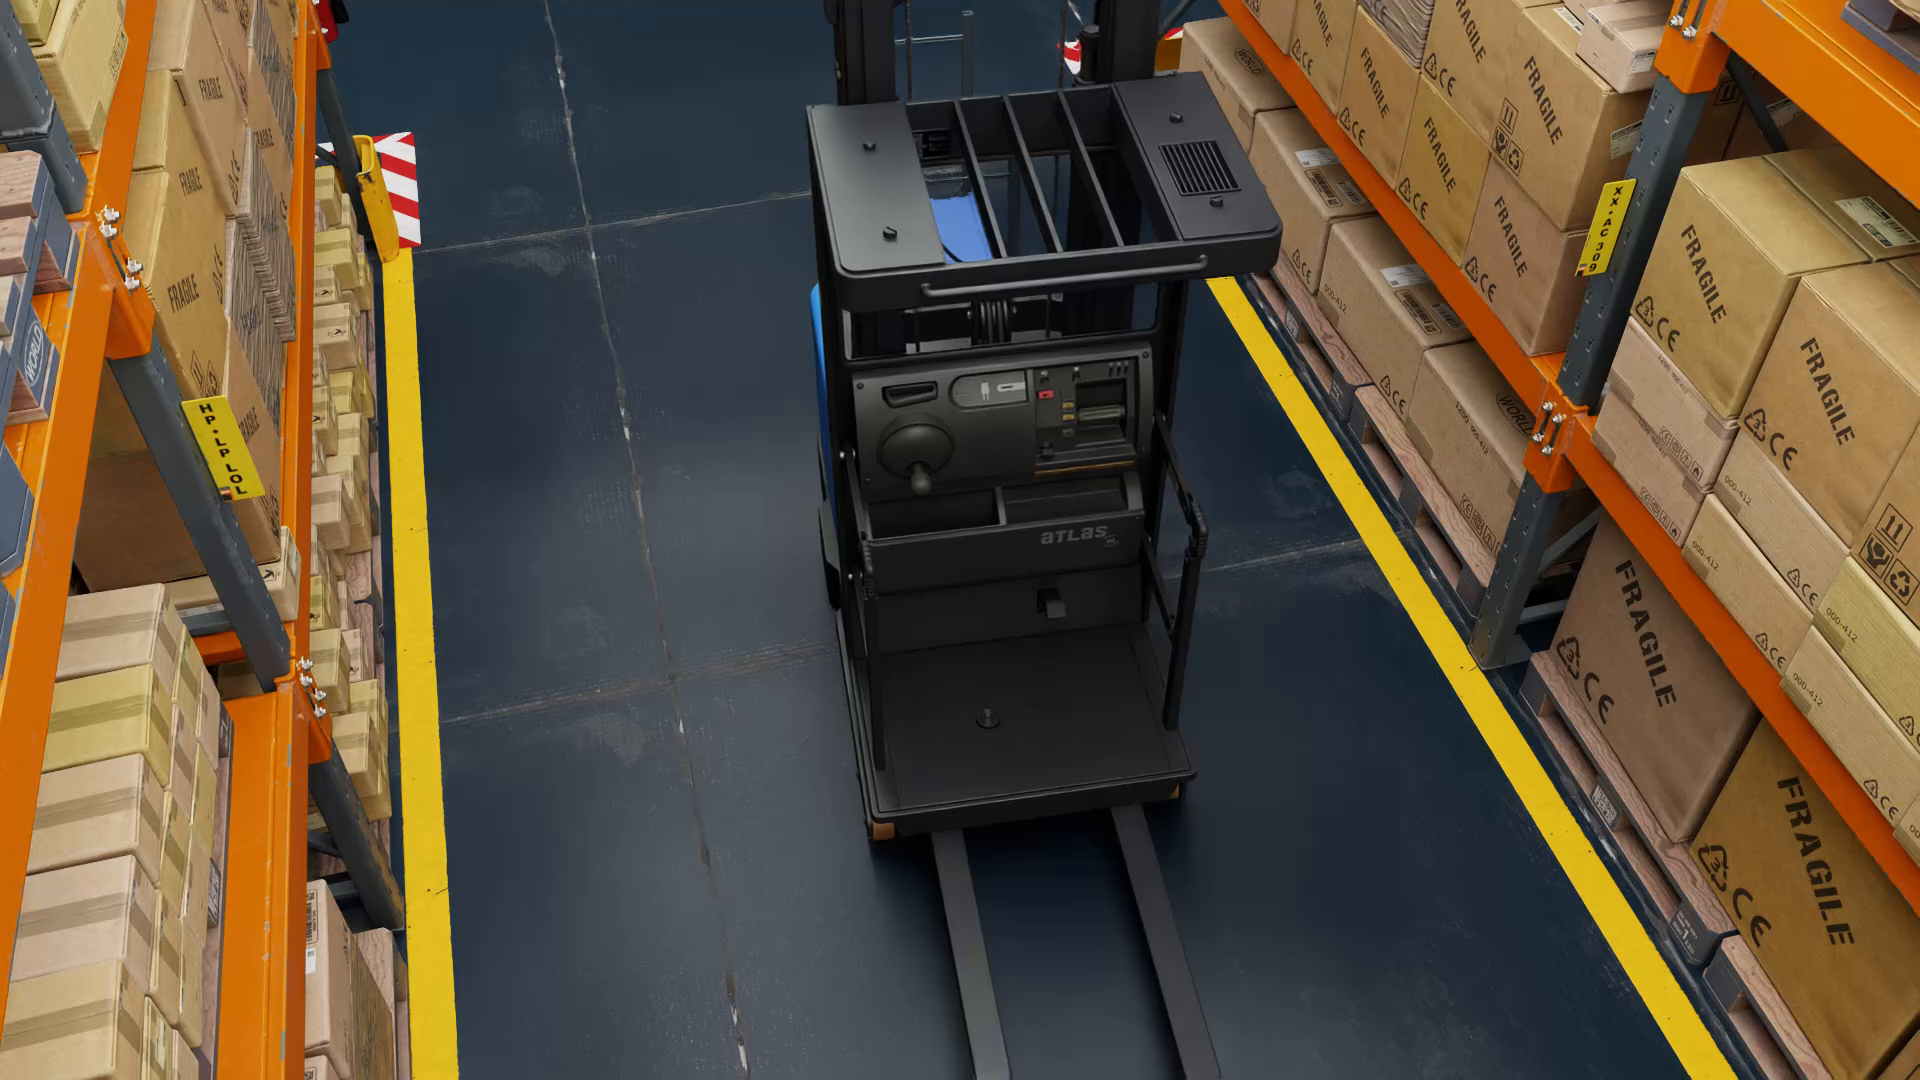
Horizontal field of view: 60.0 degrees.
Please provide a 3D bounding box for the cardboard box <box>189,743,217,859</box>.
[{"bbox_3d":[-1.968,0.648,3.897,0.380,0.149,0.250,-10,47,-10],"label":"cardboard box"}]

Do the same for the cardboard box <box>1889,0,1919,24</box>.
[{"bbox_3d":[2.376,-1.256,3.416,0.500,0.500,0.500,-11,47,-11],"label":"cardboard box"}]

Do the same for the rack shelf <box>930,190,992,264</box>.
[{"bbox_3d":[-0.111,-1.102,7.032,0.538,0.185,1.000,-7,46,-7],"label":"rack shelf"}]

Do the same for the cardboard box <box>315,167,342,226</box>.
[{"bbox_3d":[-2.972,-1.510,7.415,0.380,0.149,0.250,-10,46,-10],"label":"cardboard box"}]

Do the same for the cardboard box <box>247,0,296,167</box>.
[{"bbox_3d":[-2.723,-1.643,5.982,0.500,0.500,0.500,-11,47,-10],"label":"cardboard box"}]

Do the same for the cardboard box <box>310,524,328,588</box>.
[{"bbox_3d":[-2.431,0.114,5.824,0.380,0.149,0.250,-12,47,-11],"label":"cardboard box"}]

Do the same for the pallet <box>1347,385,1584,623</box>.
[{"bbox_3d":[2.312,-0.249,6.846,1.003,0.211,1.213,-11,47,-10],"label":"pallet"}]

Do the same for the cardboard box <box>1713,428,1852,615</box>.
[{"bbox_3d":[2.431,-0.098,4.500,0.500,0.250,0.500,-10,46,-10],"label":"cardboard box"}]

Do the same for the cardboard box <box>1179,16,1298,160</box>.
[{"bbox_3d":[1.672,-2.260,8.364,0.875,0.438,0.875,-12,47,-12],"label":"cardboard box"}]

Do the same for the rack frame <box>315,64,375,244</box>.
[{"bbox_3d":[-3.352,-2.472,7.073,1.000,3.000,0.127,-11,47,-10],"label":"rack frame"}]

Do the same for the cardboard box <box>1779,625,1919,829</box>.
[{"bbox_3d":[2.538,0.433,4.331,0.500,0.250,0.500,-11,47,-11],"label":"cardboard box"}]

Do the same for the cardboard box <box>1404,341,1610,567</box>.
[{"bbox_3d":[2.374,-0.389,6.531,0.875,0.438,0.875,-11,47,-11],"label":"cardboard box"}]

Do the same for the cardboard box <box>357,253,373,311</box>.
[{"bbox_3d":[-2.852,-1.137,7.466,0.380,0.149,0.250,-9,46,-9],"label":"cardboard box"}]

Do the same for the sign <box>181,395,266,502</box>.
[{"bbox_3d":[-1.793,-0.220,4.054,0.100,0.325,0.005,-11,47,-10],"label":"sign"}]

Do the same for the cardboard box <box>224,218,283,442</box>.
[{"bbox_3d":[-2.345,-0.578,4.938,0.500,0.500,0.500,-11,47,-10],"label":"cardboard box"}]

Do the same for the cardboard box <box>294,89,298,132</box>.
[{"bbox_3d":[-2.802,-1.690,6.482,0.380,0.149,0.250,-10,46,-9],"label":"cardboard box"}]

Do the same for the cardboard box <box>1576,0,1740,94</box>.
[{"bbox_3d":[2.044,-1.452,4.848,0.380,0.149,0.250,-12,47,-11],"label":"cardboard box"}]

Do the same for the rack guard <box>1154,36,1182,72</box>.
[{"bbox_3d":[1.401,-2.589,8.937,1.175,0.500,0.348,-11,47,-10],"label":"rack guard"}]

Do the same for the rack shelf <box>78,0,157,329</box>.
[{"bbox_3d":[-2.840,-1.889,4.905,1.077,0.370,4.000,-11,47,-10],"label":"rack shelf"}]

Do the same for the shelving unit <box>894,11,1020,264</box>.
[{"bbox_3d":[-0.111,-1.228,6.903,0.538,1.500,1.048,-7,46,-7],"label":"shelving unit"}]

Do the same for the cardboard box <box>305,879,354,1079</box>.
[{"bbox_3d":[-1.893,1.223,4.382,0.500,0.250,0.500,-12,47,-11],"label":"cardboard box"}]

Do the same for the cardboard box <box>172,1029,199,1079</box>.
[{"bbox_3d":[-1.766,1.184,3.371,0.380,0.149,0.250,-13,47,-12],"label":"cardboard box"}]

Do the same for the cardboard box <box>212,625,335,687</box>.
[{"bbox_3d":[-2.361,0.408,5.744,0.380,0.149,0.250,-11,47,-11],"label":"cardboard box"}]

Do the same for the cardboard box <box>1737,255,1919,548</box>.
[{"bbox_3d":[2.423,-0.368,4.240,0.500,0.500,0.500,-11,47,-11],"label":"cardboard box"}]

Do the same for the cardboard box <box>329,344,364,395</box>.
[{"bbox_3d":[-2.662,-0.700,6.829,0.380,0.149,0.250,-10,46,-10],"label":"cardboard box"}]

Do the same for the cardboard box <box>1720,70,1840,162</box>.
[{"bbox_3d":[2.543,-1.443,5.294,0.500,0.500,0.500,-10,46,-10],"label":"cardboard box"}]

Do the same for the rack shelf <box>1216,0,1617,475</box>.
[{"bbox_3d":[1.919,-1.814,6.932,1.077,0.370,4.000,-11,47,-10],"label":"rack shelf"}]

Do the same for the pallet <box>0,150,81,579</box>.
[{"bbox_3d":[-2.273,-0.249,2.925,1.213,0.211,1.003,-11,47,-10],"label":"pallet"}]

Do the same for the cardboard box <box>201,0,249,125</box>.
[{"bbox_3d":[-2.585,-1.619,5.258,0.500,0.500,0.500,-12,47,-12],"label":"cardboard box"}]

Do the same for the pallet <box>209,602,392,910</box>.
[{"bbox_3d":[-2.535,0.808,5.810,1.003,0.211,1.213,-11,47,-10],"label":"pallet"}]

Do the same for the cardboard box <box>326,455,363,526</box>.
[{"bbox_3d":[-2.478,-0.159,6.300,0.380,0.149,0.250,-11,47,-11],"label":"cardboard box"}]

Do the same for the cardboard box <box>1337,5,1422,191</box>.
[{"bbox_3d":[1.785,-1.692,6.238,0.500,0.500,0.500,-11,47,-11],"label":"cardboard box"}]

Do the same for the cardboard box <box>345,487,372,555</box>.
[{"bbox_3d":[-2.482,-0.058,6.409,0.380,0.149,0.250,-12,47,-11],"label":"cardboard box"}]

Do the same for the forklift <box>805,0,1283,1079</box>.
[{"bbox_3d":[0.176,-0.276,4.968,1.130,2.935,3.031,-7,46,-7],"label":"forklift"}]

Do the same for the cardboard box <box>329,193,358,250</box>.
[{"bbox_3d":[-2.941,-1.413,7.529,0.380,0.149,0.250,-12,47,-11],"label":"cardboard box"}]

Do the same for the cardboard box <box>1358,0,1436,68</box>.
[{"bbox_3d":[1.782,-2.047,5.886,0.500,0.500,0.500,-10,46,-10],"label":"cardboard box"}]

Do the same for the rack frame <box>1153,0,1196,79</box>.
[{"bbox_3d":[1.407,-3.447,8.028,1.000,3.000,0.127,-11,47,-10],"label":"rack frame"}]

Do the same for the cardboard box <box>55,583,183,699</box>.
[{"bbox_3d":[-2.037,0.264,3.857,0.380,0.149,0.250,-9,46,-8],"label":"cardboard box"}]

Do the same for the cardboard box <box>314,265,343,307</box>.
[{"bbox_3d":[-2.769,-0.980,6.896,0.380,0.149,0.250,-12,47,-12],"label":"cardboard box"}]

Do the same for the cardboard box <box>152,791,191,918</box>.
[{"bbox_3d":[-1.906,0.718,3.619,0.380,0.149,0.250,-9,46,-9],"label":"cardboard box"}]

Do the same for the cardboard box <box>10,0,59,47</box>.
[{"bbox_3d":[-2.220,-1.259,3.538,0.500,0.250,0.500,-9,46,-9],"label":"cardboard box"}]

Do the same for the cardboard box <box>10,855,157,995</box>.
[{"bbox_3d":[-1.836,0.809,3.322,0.380,0.149,0.250,-11,47,-10],"label":"cardboard box"}]

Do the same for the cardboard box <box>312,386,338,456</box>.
[{"bbox_3d":[-2.592,-0.427,6.354,0.380,0.149,0.250,-10,47,-10],"label":"cardboard box"}]

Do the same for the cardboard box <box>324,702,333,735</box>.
[{"bbox_3d":[-2.216,0.656,5.292,0.380,0.149,0.250,-9,46,-9],"label":"cardboard box"}]

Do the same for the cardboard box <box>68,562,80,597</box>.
[{"bbox_3d":[-2.725,-0.132,4.501,0.500,0.500,0.500,-11,47,-10],"label":"cardboard box"}]

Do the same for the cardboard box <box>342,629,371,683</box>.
[{"bbox_3d":[-2.293,0.484,5.877,0.380,0.149,0.250,-11,47,-11],"label":"cardboard box"}]

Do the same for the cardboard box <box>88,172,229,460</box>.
[{"bbox_3d":[-2.208,-0.556,4.216,0.500,0.500,0.500,-10,46,-9],"label":"cardboard box"}]

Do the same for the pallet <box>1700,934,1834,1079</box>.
[{"bbox_3d":[3.017,1.654,4.982,1.003,0.211,1.213,-11,47,-10],"label":"pallet"}]
